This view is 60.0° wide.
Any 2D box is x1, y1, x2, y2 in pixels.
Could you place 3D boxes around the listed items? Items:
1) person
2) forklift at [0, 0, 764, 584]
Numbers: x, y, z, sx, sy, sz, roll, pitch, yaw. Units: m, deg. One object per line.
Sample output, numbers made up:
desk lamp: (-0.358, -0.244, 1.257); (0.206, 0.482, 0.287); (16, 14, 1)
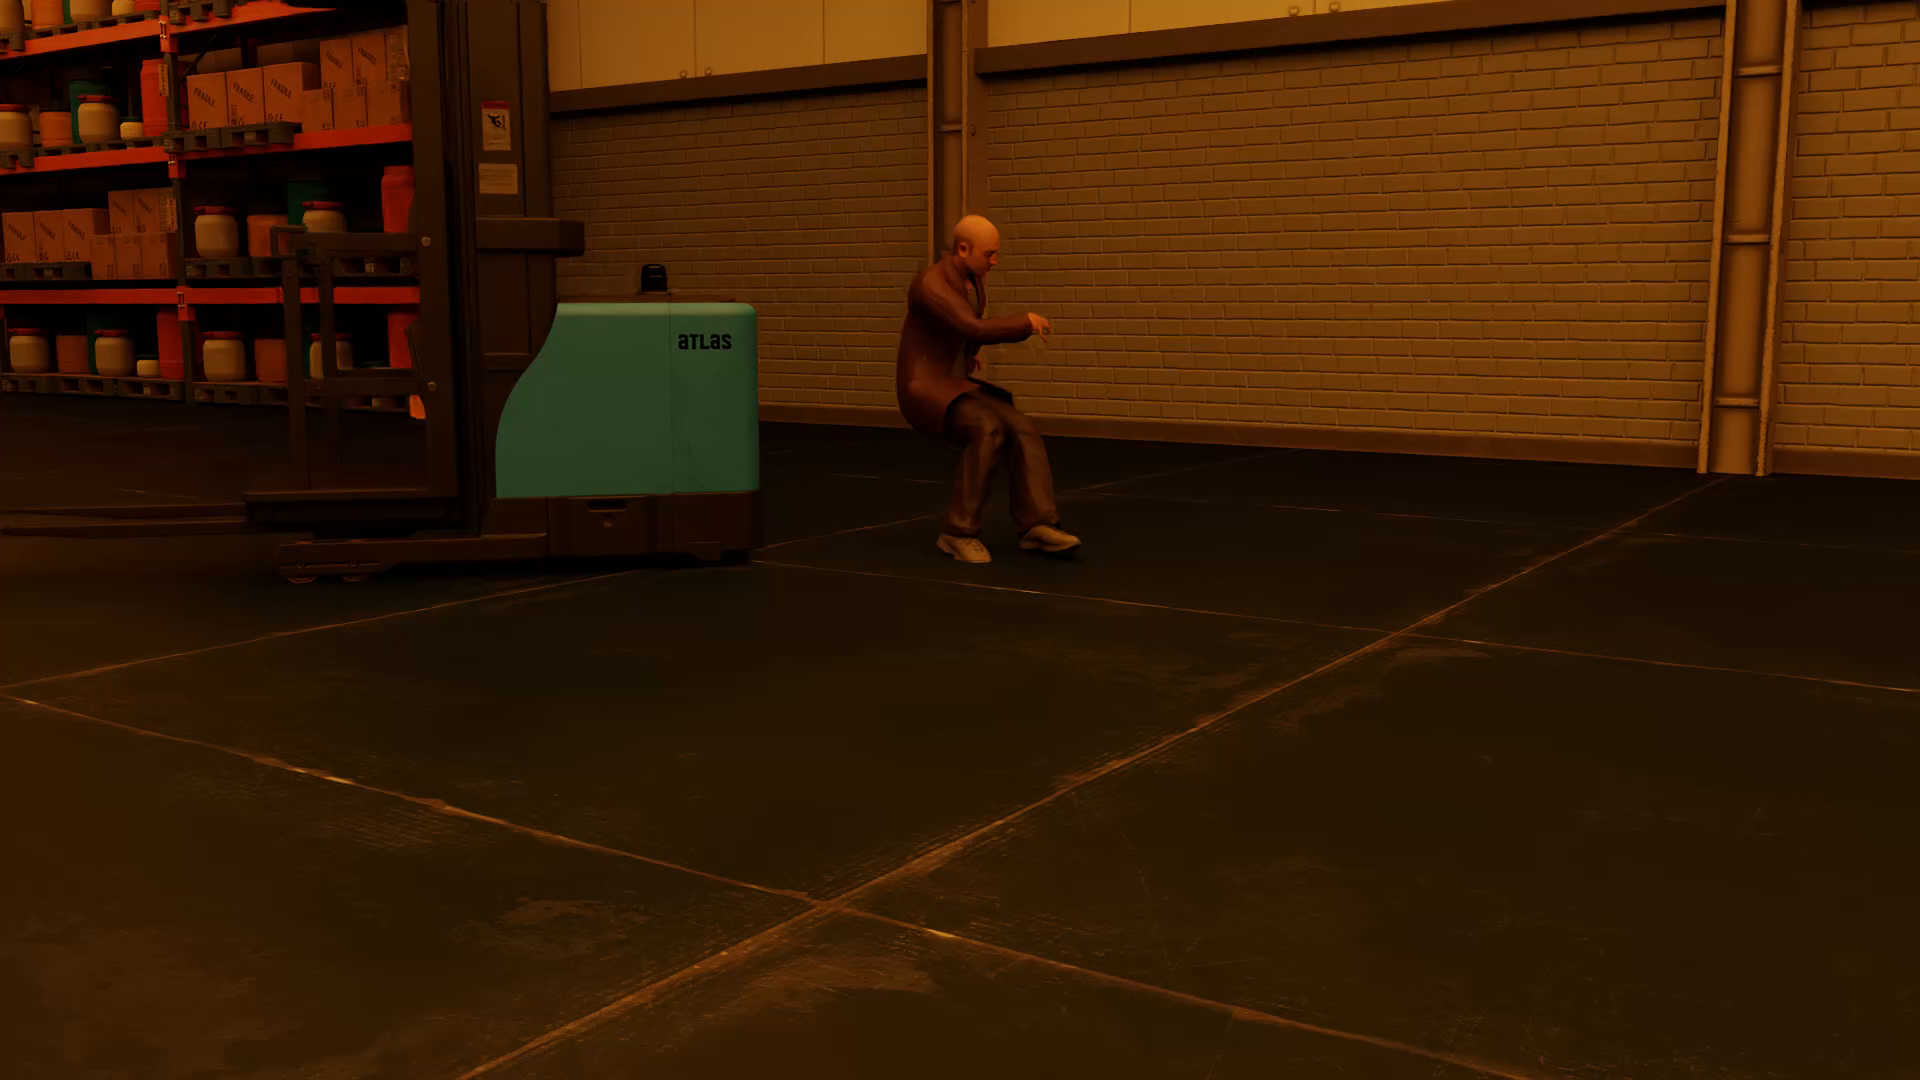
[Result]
person: (0.194, -0.671, 7.385); (1.004, 1.503, 1.111); (4, 9, 28)
forklift: (-2.389, -1.363, 6.780); (3.031, 2.935, 1.130); (-2, 8, -13)
